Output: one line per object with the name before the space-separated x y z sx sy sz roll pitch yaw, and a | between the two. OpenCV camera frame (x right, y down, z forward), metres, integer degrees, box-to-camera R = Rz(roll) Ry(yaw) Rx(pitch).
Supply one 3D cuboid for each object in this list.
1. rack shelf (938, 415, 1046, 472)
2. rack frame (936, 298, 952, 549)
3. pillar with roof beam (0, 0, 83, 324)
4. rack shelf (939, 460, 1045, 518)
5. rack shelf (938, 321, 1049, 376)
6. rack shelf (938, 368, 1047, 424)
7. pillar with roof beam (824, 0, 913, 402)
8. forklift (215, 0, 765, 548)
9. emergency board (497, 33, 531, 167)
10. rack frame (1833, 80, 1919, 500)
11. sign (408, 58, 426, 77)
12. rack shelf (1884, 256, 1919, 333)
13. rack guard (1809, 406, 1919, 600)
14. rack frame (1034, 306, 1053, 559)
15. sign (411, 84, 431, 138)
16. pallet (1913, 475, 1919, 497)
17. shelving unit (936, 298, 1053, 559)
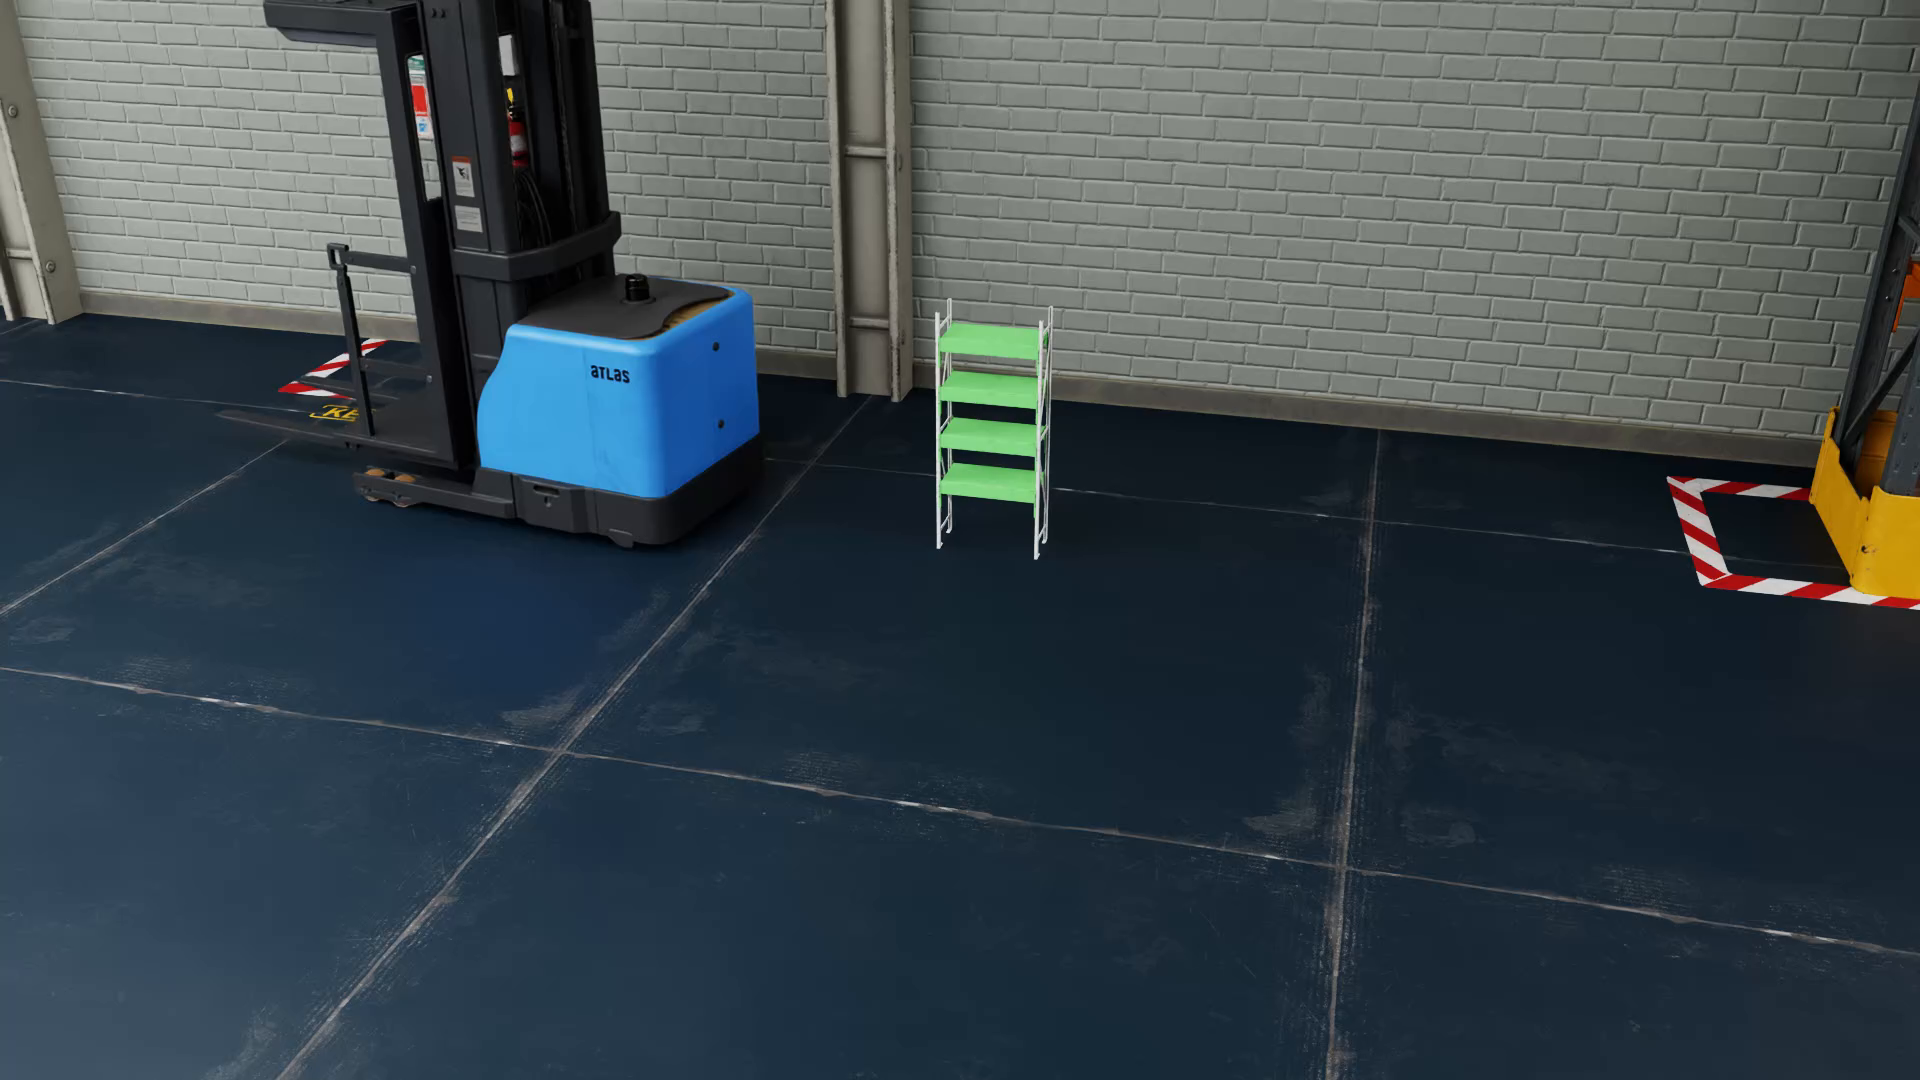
rack shelf | 0.160 -0.466 7.982 0.480 0.148 0.258 6 26 13
rack frame | -0.076 -0.550 8.010 0.015 1.200 0.240 6 26 13
pillar with roof beam | -7.398 -3.826 5.818 0.400 9.000 9.100 6 26 13
rack shelf | 0.160 -0.250 8.085 0.480 0.148 0.258 6 26 13
rack shelf | 0.160 -0.900 7.776 0.480 0.148 0.258 6 26 13
rack shelf | 0.160 -0.683 7.879 0.480 0.148 0.258 6 26 13
pillar with roof beam | -1.587 -3.184 4.469 0.400 9.000 9.100 6 26 13
forklift | -2.598 -1.687 8.383 3.031 2.935 1.130 11 27 21
emergency board | -2.899 -2.548 10.112 0.643 1.169 0.194 6 26 13
rack frame | 4.403 -1.340 7.575 0.127 3.000 1.000 6 26 13
sign | -3.406 -2.901 10.196 0.331 0.109 0.001 6 26 13
rack shelf | 6.340 -0.801 7.280 4.000 0.370 1.077 6 26 13
rack guard | 4.476 -0.203 8.095 0.348 0.500 1.175 6 26 13
rack frame | 0.397 -0.498 7.900 0.015 1.200 0.240 6 26 13
sign | -3.408 -2.666 10.319 0.234 0.329 0.001 6 26 13
pallet | 5.254 0.029 7.944 1.213 0.211 1.003 6 26 13
shelving unit | 0.160 -0.524 7.955 0.503 1.200 0.258 6 26 13
